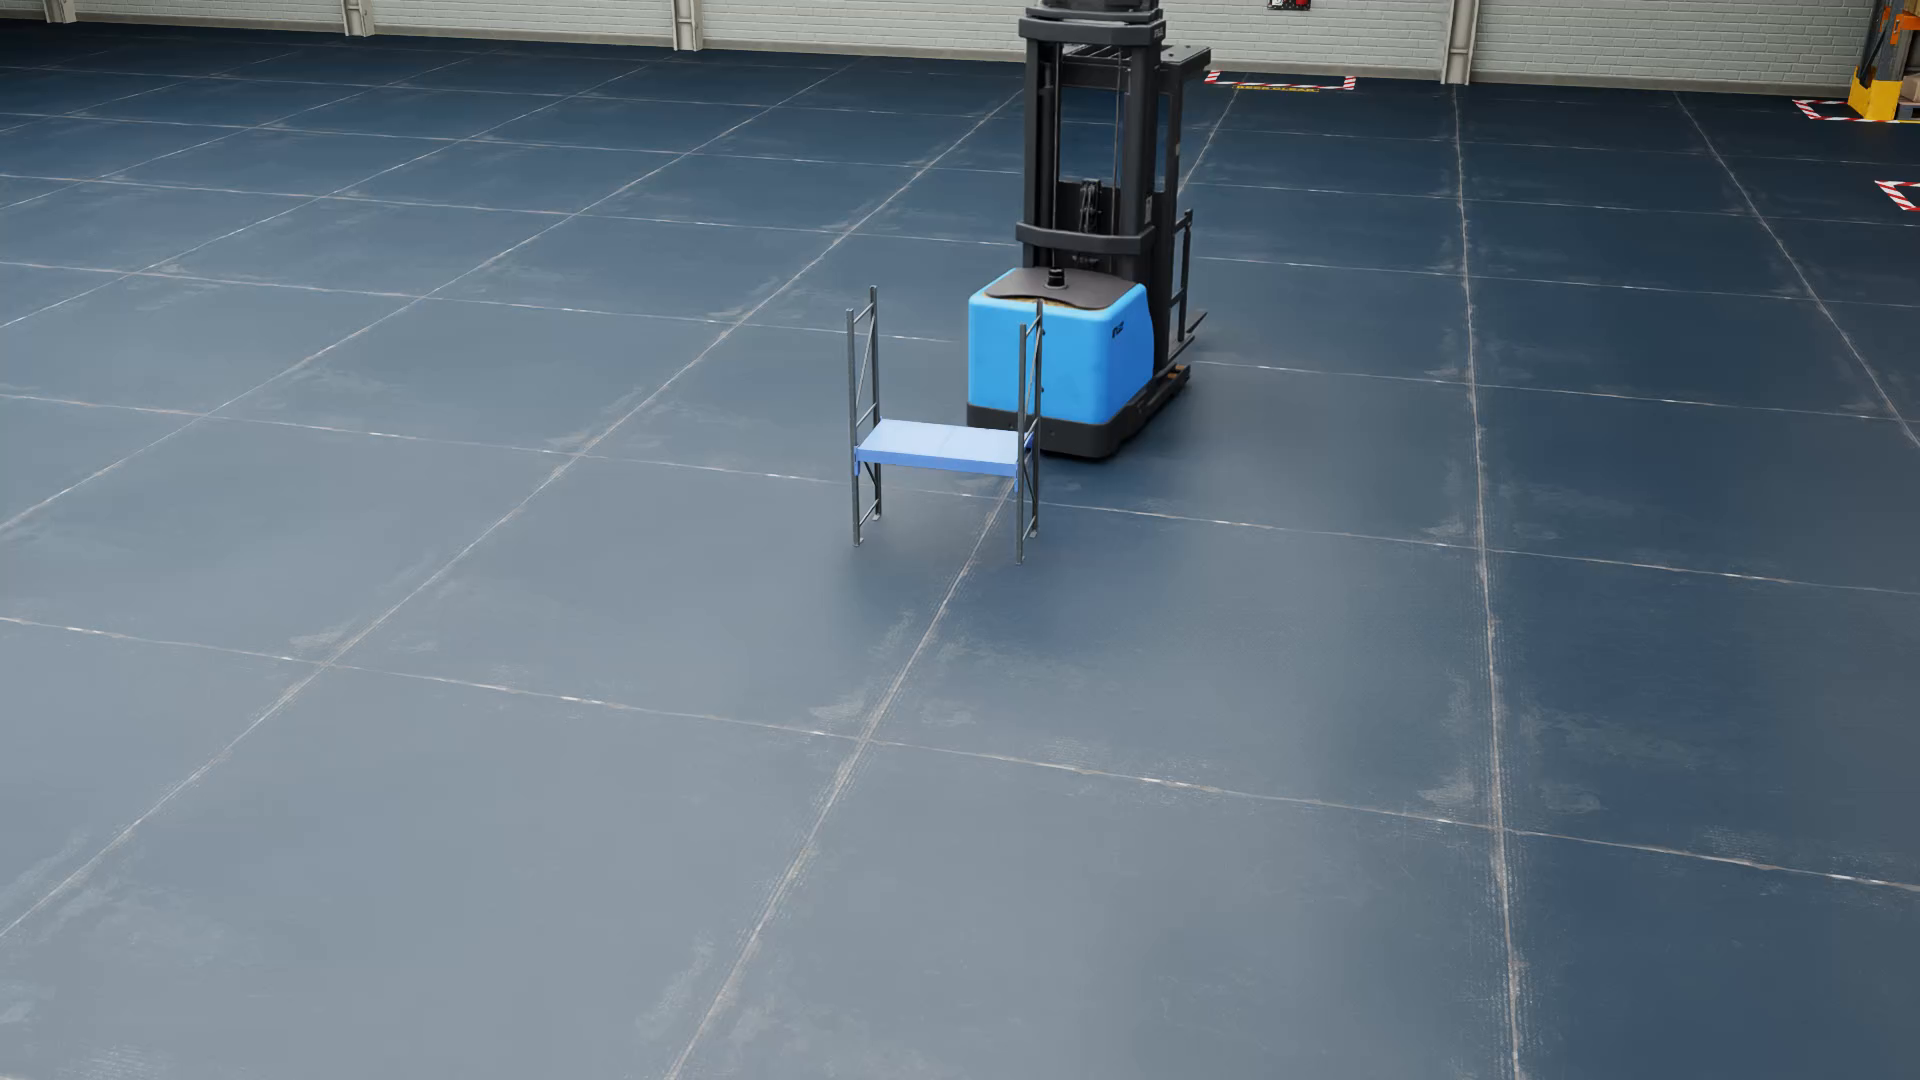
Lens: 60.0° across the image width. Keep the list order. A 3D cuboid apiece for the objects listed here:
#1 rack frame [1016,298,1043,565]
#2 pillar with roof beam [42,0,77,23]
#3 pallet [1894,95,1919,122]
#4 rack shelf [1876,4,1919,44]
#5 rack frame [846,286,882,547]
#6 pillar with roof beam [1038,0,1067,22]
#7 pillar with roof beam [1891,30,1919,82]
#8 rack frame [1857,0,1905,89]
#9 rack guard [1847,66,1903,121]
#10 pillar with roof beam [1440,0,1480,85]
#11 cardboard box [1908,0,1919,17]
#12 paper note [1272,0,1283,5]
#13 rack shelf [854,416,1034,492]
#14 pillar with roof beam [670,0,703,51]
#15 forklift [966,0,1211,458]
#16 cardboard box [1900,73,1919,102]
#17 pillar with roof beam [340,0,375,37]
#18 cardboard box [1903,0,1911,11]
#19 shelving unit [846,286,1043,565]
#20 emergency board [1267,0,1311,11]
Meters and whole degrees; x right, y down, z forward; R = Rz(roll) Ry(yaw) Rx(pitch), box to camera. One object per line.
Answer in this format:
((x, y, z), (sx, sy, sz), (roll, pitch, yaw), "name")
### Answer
((0.410, -0.632, 9.832), (0.032, 1.500, 0.500), (6, 26, 13), "rack frame")
((-17.093, -11.523, 23.984), (0.400, 9.000, 9.100), (6, 26, 13), "pillar with roof beam")
((12.992, -5.740, 22.062), (1.213, 0.211, 1.003), (6, 26, 13), "pallet")
((14.077, -6.570, 21.398), (4.000, 0.370, 1.077), (6, 26, 13), "rack shelf")
((-0.575, -0.741, 10.061), (0.032, 1.500, 0.500), (6, 26, 13), "rack frame")
((0.340, -9.596, 19.936), (0.400, 9.000, 9.100), (6, 26, 13), "pillar with roof beam")
((11.961, -8.311, 17.238), (0.400, 9.000, 9.100), (6, 26, 13), "pillar with roof beam")
((12.140, -7.109, 21.693), (0.127, 3.000, 1.000), (6, 26, 13), "rack frame")
((12.214, -5.973, 22.213), (0.348, 0.500, 1.175), (6, 26, 13), "rack guard")
((6.151, -8.953, 18.587), (0.400, 9.000, 9.100), (6, 26, 13), "pillar with roof beam")
((12.534, -6.866, 21.334), (0.500, 0.250, 0.500), (6, 26, 11), "cardboard box")
((4.685, -7.967, 24.520), (0.142, 0.148, 0.016), (6, 26, 13), "paper note")
((-0.083, -0.524, 10.024), (1.000, 0.185, 0.538), (6, 26, 13), "rack shelf")
((-5.471, -10.238, 21.286), (0.400, 9.000, 9.100), (6, 26, 13), "pillar with roof beam")
((1.111, -2.485, 12.060), (1.130, 2.935, 3.031), (11, 28, 22), "forklift")
((12.788, -5.982, 21.942), (0.500, 0.311, 0.500), (3, 26, 7), "cardboard box")
((-11.282, -10.880, 22.635), (0.400, 9.000, 9.100), (6, 26, 13), "pillar with roof beam")
((12.641, -7.081, 21.785), (0.500, 0.250, 0.500), (7, 26, 14), "cardboard box")
((-0.083, -0.686, 9.947), (1.048, 1.500, 0.538), (6, 26, 13), "shelving unit")
((4.839, -8.317, 24.230), (0.643, 1.169, 0.194), (6, 26, 13), "emergency board")
